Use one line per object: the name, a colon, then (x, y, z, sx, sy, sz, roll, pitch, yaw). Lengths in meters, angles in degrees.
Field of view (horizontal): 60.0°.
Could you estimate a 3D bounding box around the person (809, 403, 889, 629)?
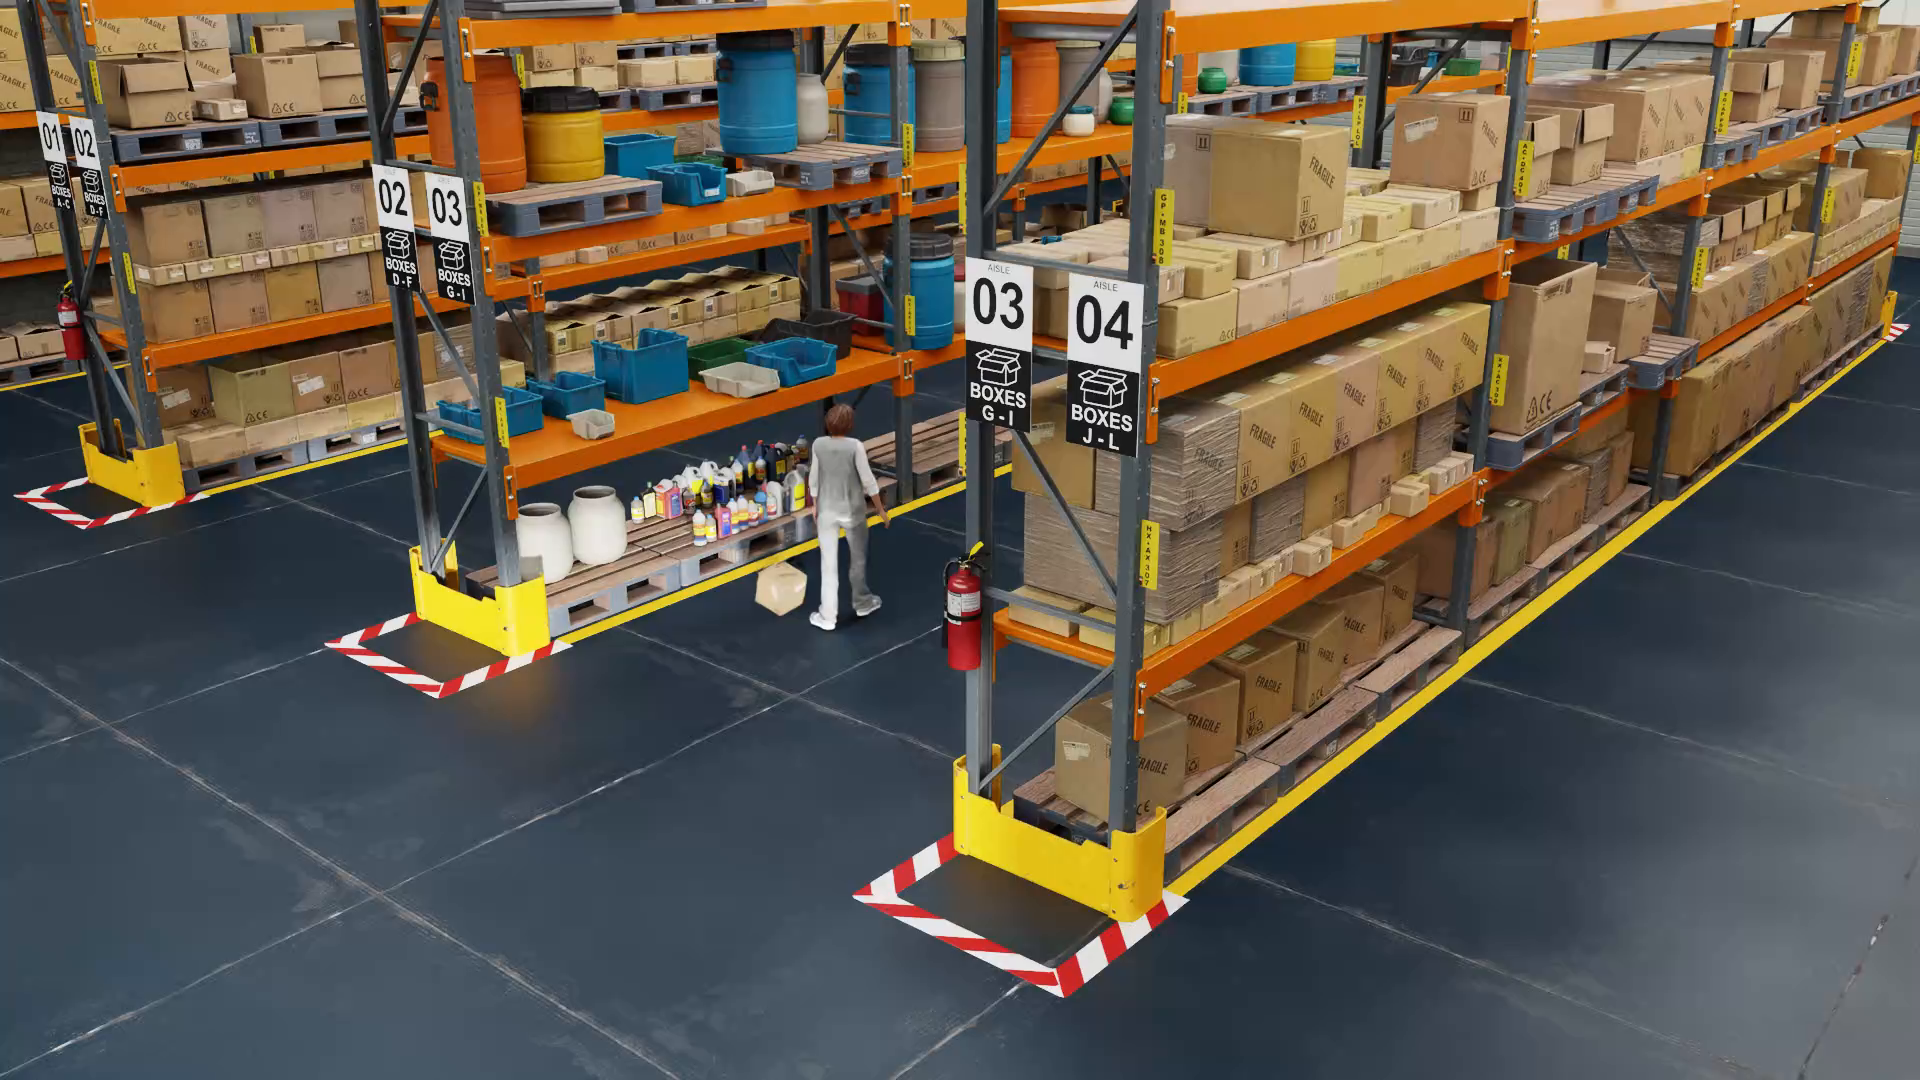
person: (-0.768, -0.190, 11.554, 0.565, 1.582, 0.582, 3, 21, 9)
